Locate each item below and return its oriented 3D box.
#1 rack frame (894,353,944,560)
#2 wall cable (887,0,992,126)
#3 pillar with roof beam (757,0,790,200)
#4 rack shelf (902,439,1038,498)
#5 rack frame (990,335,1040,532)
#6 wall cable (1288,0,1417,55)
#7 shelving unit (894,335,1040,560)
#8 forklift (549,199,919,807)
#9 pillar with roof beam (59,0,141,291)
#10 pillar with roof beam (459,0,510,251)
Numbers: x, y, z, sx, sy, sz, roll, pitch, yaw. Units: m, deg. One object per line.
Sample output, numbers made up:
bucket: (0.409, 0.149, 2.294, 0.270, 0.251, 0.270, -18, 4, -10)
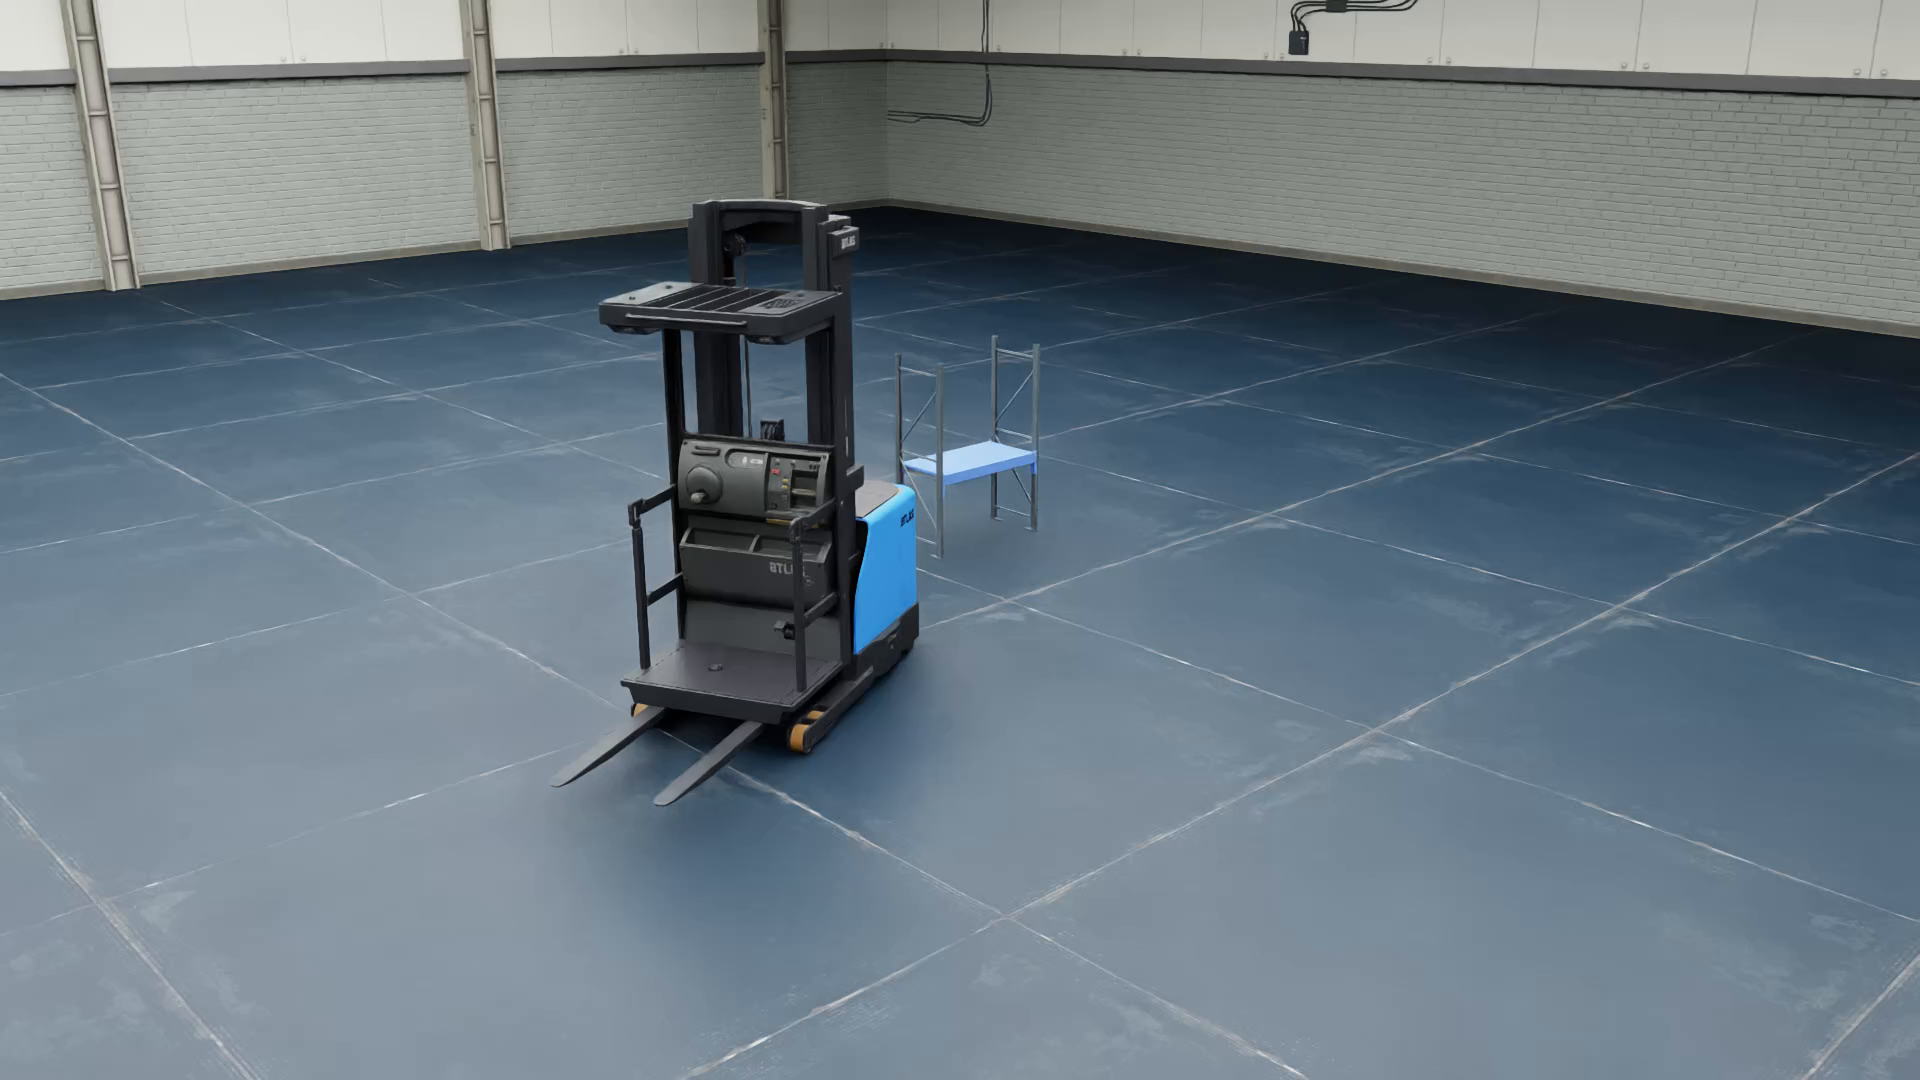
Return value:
rack frame: (-0.307, -0.624, 12.477, 0.032, 1.500, 0.500, -16, 24, -41)
wall cable: (-0.484, -9.355, 32.283, 0.112, 2.526, 3.097, -16, 24, -41)
pillar with roof beam: (-0.575, -9.540, 27.818, 0.400, 9.000, 9.100, -16, 24, -41)
rack shelf: (0.062, -0.560, 12.865, 1.000, 0.185, 0.538, -16, 24, -41)
rack frame: (0.431, -0.839, 13.141, 0.032, 1.500, 0.500, -16, 24, -41)
wall cable: (6.027, -10.319, 24.708, 0.169, 6.003, 2.305, -16, 24, -41)
shelving unit: (0.062, -0.732, 12.809, 1.048, 1.500, 0.538, -16, 24, -41)
forklift: (-1.253, -0.343, 9.291, 1.130, 2.935, 3.031, 6, 19, 19)
pillar with roof beam: (-9.294, -6.997, 19.975, 0.400, 9.000, 9.100, -16, 24, -41)
pillar with roof beam: (-4.935, -8.268, 23.896, 0.400, 9.000, 9.100, -16, 24, -41)
